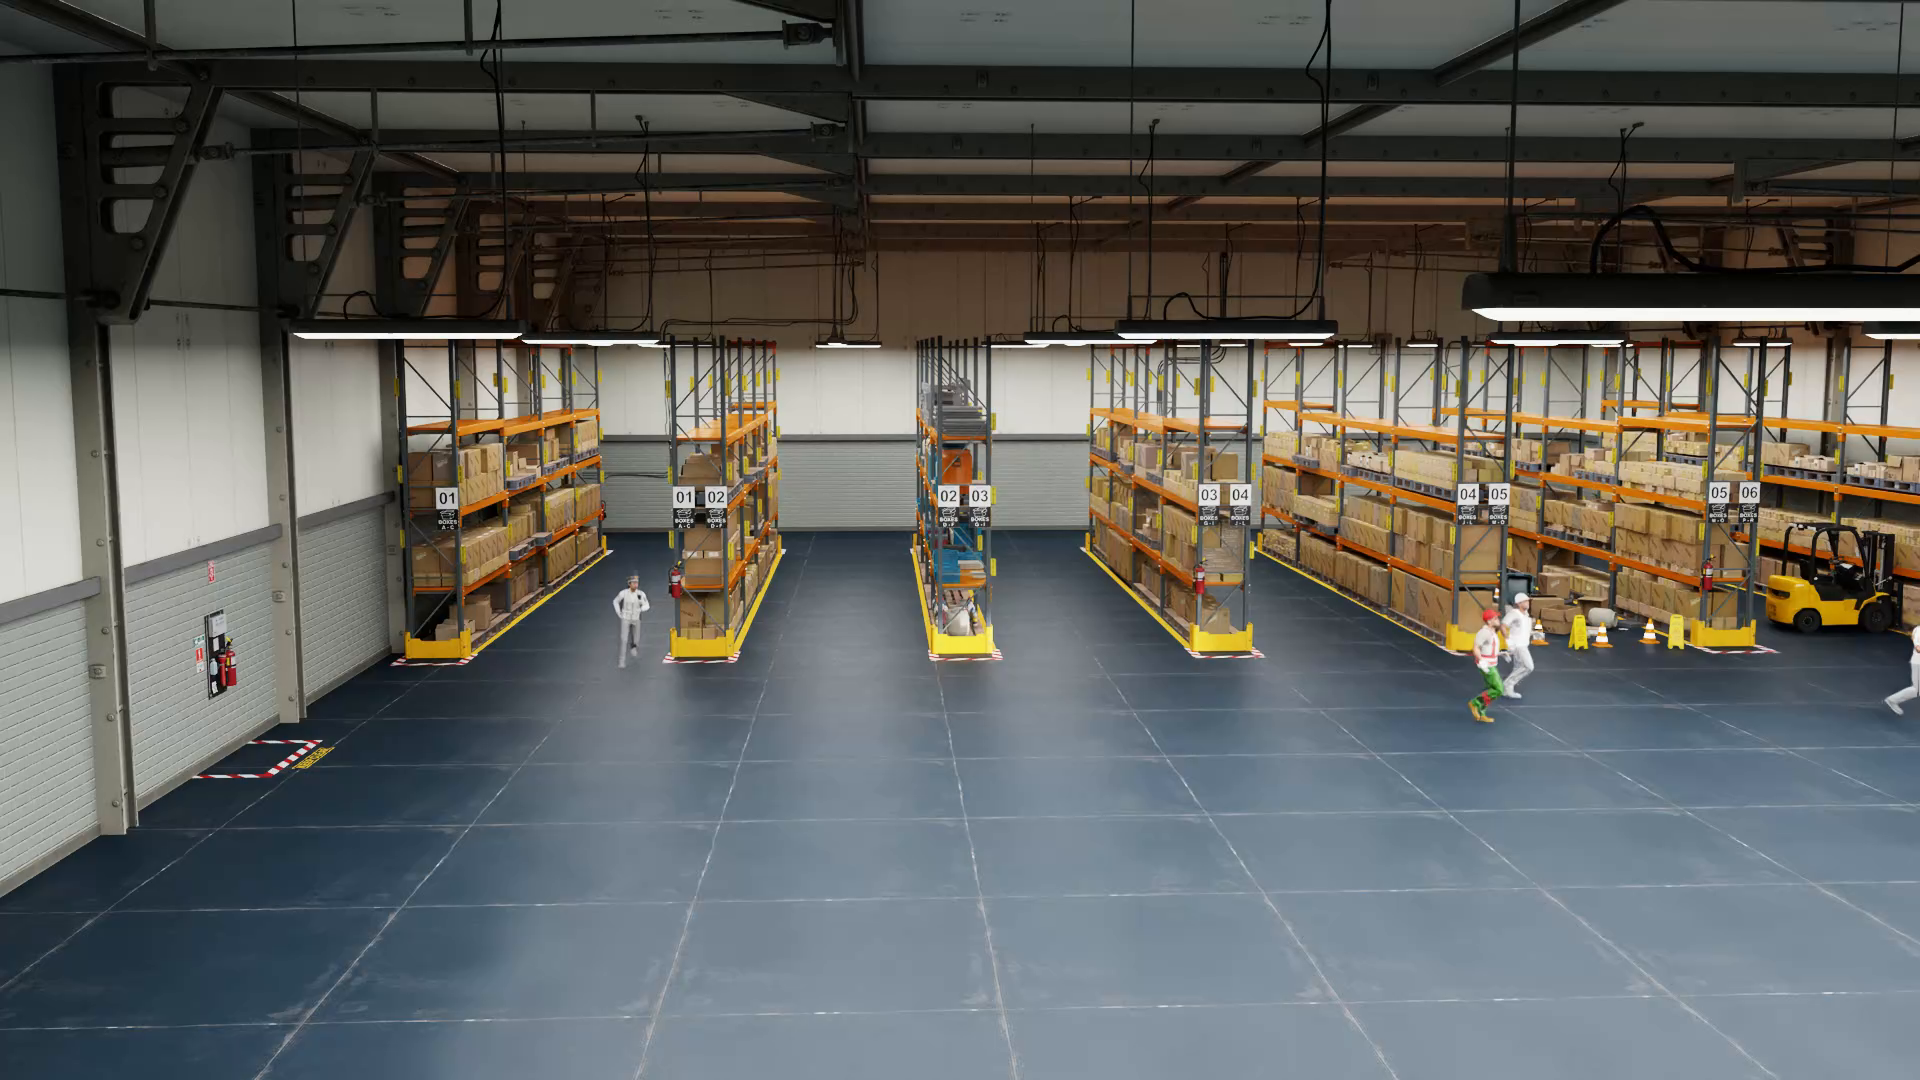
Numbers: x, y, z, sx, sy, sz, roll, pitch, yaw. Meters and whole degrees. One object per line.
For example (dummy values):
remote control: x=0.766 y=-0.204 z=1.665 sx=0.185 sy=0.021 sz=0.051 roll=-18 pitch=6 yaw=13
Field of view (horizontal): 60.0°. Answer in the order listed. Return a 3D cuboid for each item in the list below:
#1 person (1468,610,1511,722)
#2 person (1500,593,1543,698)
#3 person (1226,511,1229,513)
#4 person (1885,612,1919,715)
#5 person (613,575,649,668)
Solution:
person: x=8.183 y=1.941 z=25.675 sx=0.584 sy=1.749 sz=0.669 roll=3 pitch=7 yaw=26
person: x=9.262 y=1.741 z=27.378 sx=0.599 sy=1.744 sz=0.686 roll=4 pitch=8 yaw=33
person: x=7.429 y=-0.579 z=48.004 sx=0.701 sy=1.723 sz=0.695 roll=5 pitch=8 yaw=36
person: x=14.890 y=1.935 z=25.688 sx=0.980 sy=1.790 sz=0.674 roll=6 pitch=9 yaw=42
person: x=-6.017 y=1.472 z=30.495 sx=0.645 sy=1.665 sz=0.785 roll=-2 pitch=7 yaw=-19
